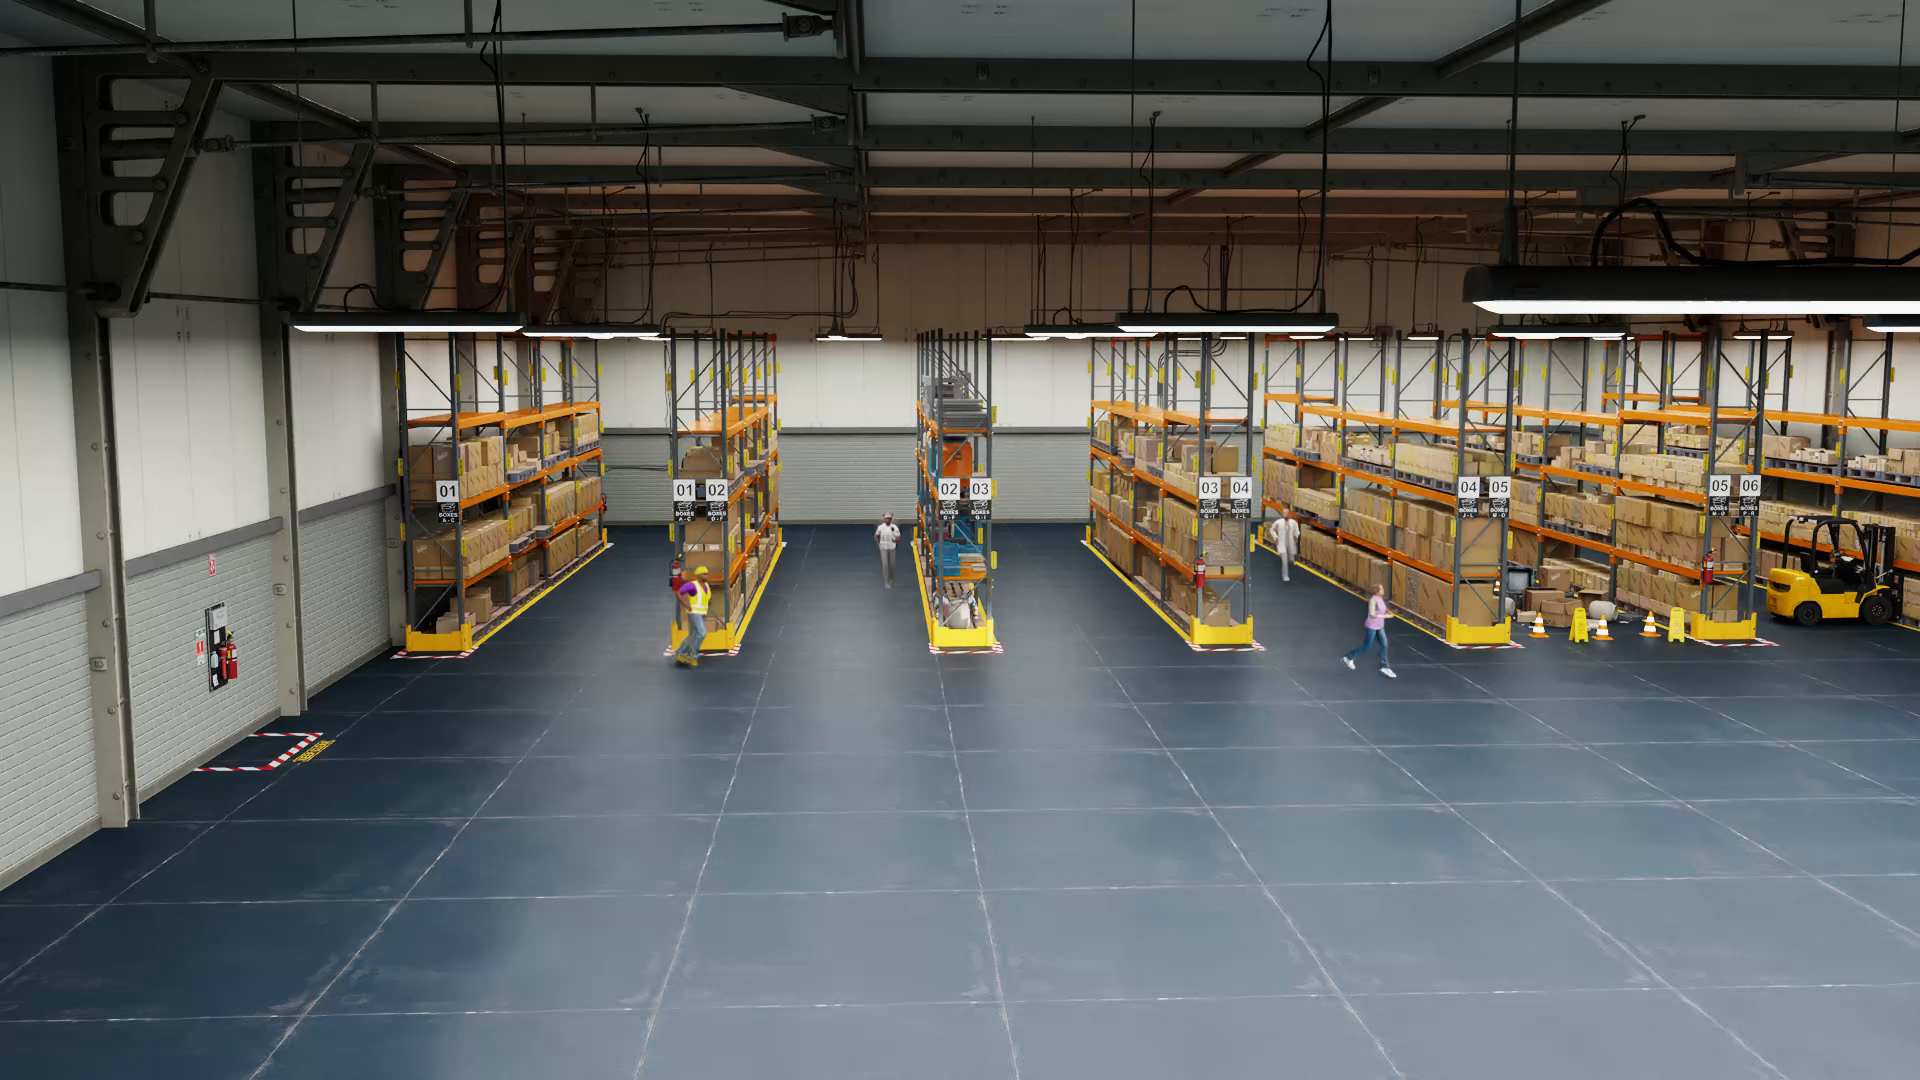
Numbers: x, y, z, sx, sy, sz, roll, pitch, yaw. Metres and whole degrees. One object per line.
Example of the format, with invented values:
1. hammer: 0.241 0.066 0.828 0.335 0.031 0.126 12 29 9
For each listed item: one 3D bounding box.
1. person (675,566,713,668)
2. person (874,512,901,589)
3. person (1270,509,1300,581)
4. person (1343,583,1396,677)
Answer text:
1. person: -4.738 1.376 29.792 0.677 1.807 0.720 3 7 23
2. person: -1.615 0.216 37.230 0.588 1.698 0.788 -1 7 -7
3. person: 7.880 0.152 40.327 0.715 1.651 0.812 0 7 -3
4. person: 7.137 1.538 28.834 0.881 1.611 0.550 5 8 36
